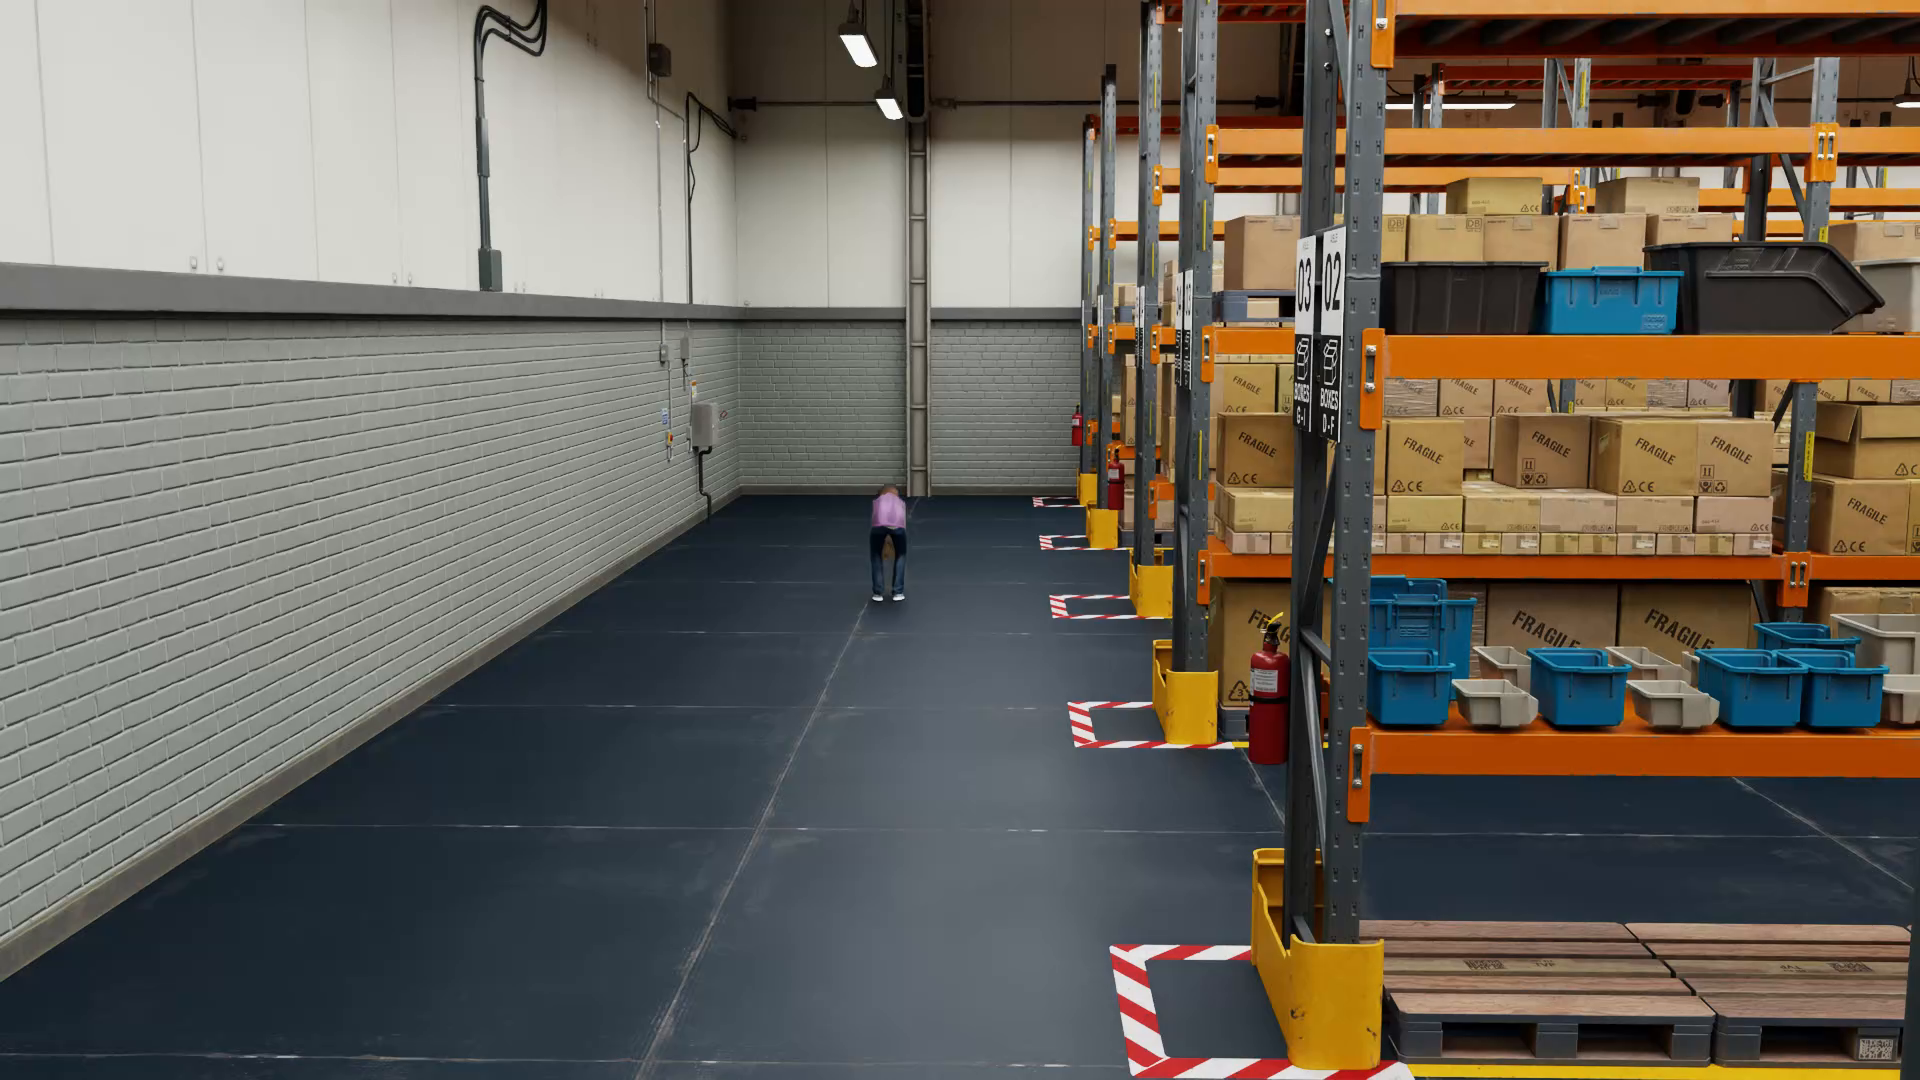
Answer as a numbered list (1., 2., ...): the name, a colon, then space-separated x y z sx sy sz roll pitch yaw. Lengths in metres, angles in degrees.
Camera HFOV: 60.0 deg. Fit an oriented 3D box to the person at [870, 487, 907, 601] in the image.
1. person: -0.737 0.050 17.318 0.382 1.114 0.848 0 7 0
